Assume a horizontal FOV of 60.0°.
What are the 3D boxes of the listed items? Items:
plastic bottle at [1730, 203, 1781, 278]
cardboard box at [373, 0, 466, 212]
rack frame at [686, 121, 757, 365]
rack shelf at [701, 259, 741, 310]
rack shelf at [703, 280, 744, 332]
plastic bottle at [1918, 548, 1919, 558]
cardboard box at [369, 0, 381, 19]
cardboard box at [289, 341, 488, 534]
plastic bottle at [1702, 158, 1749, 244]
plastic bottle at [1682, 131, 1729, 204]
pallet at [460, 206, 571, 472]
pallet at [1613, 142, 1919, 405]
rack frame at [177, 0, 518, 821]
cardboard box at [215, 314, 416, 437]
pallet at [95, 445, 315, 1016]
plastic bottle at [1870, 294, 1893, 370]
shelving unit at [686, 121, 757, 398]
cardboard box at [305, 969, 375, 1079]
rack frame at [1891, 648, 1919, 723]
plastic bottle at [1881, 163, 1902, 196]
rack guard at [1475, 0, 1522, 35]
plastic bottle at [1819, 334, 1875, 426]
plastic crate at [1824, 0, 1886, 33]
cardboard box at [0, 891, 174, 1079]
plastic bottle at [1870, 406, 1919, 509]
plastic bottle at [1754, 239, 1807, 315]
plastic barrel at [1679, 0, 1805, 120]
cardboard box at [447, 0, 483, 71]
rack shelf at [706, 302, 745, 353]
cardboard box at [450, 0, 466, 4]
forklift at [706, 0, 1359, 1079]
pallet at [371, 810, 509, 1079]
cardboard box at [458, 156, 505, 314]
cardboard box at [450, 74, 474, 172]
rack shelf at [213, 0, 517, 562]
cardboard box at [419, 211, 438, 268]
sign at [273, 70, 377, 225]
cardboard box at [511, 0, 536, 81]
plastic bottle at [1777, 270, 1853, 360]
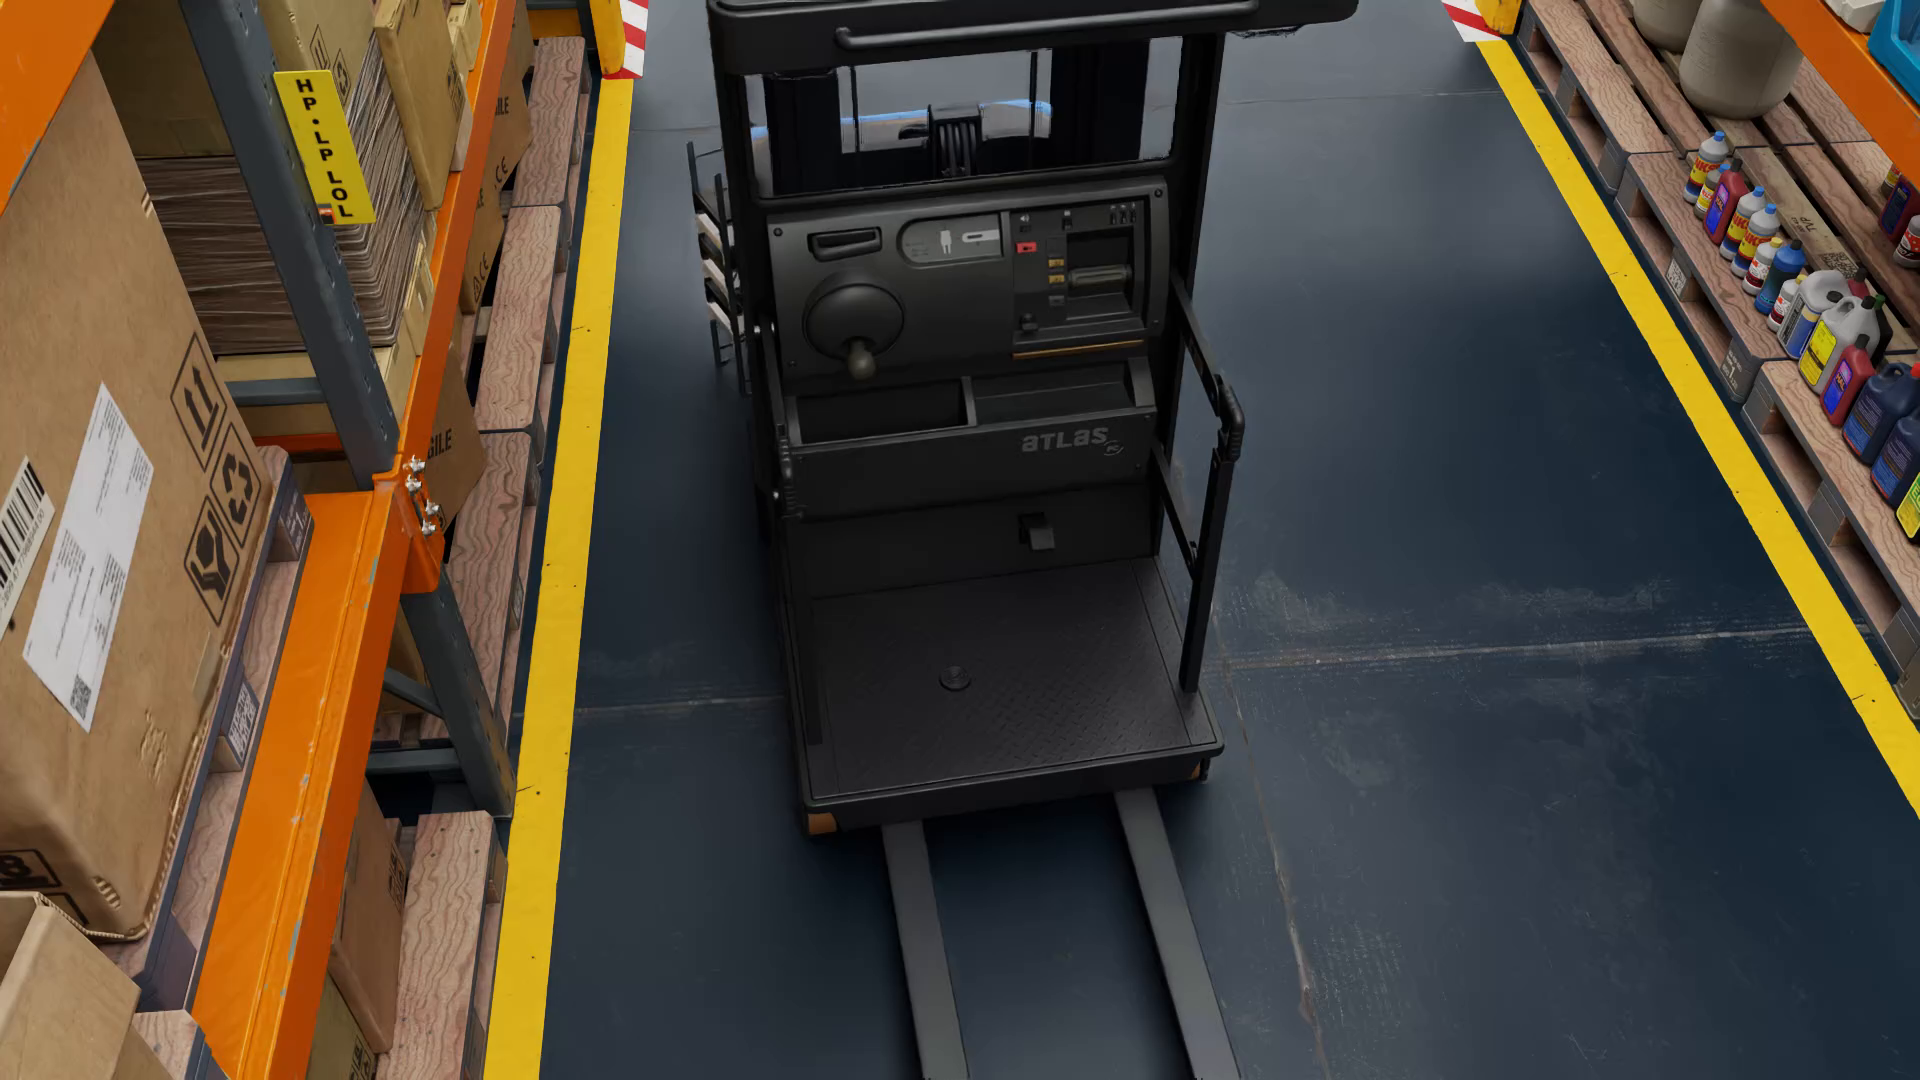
[{"bbox_3d":[2.758,-1.041,5.746,0.097,0.271,0.097,0,47,0],"label":"plastic bottle"},{"bbox_3d":[-1.704,-1.114,3.966,0.875,0.500,0.500,-3,47,-3],"label":"cardboard box"},{"bbox_3d":[-0.752,-0.971,5.549,0.240,0.900,0.006,-23,51,-21],"label":"rack frame"},{"bbox_3d":[-0.700,-0.885,5.513,0.258,0.077,0.200,-23,51,-21],"label":"rack shelf"},{"bbox_3d":[-0.700,-0.823,5.578,0.258,0.077,0.200,-23,51,-21],"label":"rack shelf"},{"bbox_3d":[2.874,-0.018,4.825,0.097,0.201,0.097,0,47,0],"label":"plastic bottle"},{"bbox_3d":[-1.548,-1.467,3.611,0.500,0.500,0.500,-3,47,-3],"label":"cardboard box"},{"bbox_3d":[-1.770,-0.275,4.877,0.500,0.500,0.500,10,47,9],"label":"cardboard box"},{"bbox_3d":[2.722,-1.201,5.889,0.061,0.283,0.133,-3,47,-3],"label":"plastic bottle"},{"bbox_3d":[2.721,-1.362,6.050,0.097,0.271,0.097,0,47,0],"label":"plastic bottle"},{"bbox_3d":[-1.917,-0.694,5.762,1.003,0.211,1.213,-3,47,-3],"label":"pallet"},{"bbox_3d":[3.095,-1.000,6.051,1.003,0.211,1.213,-3,47,-3],"label":"pallet"},{"bbox_3d":[-1.721,-0.284,3.453,1.000,3.000,0.127,-3,47,-3],"label":"rack frame"},{"bbox_3d":[-1.439,-0.372,3.709,0.380,0.149,0.250,-3,47,-3],"label":"cardboard box"},{"bbox_3d":[-1.802,0.343,2.991,1.003,0.211,1.213,-3,47,-3],"label":"pallet"},{"bbox_3d":[2.931,-0.648,5.366,0.061,0.283,0.133,-3,47,-3],"label":"plastic bottle"},{"bbox_3d":[-0.700,-0.908,5.489,0.258,0.900,0.210,-23,51,-21],"label":"shelving unit"},{"bbox_3d":[-1.670,1.216,3.451,0.700,0.500,0.500,-4,47,-4],"label":"cardboard box"},{"bbox_3d":[3.215,-0.585,3.738,1.000,3.000,0.127,-3,47,-3],"label":"rack frame"},{"bbox_3d":[3.471,-1.366,6.102,0.097,0.201,0.097,0,47,0],"label":"plastic bottle"},{"bbox_3d":[2.933,-2.568,7.337,1.175,0.500,0.348,-3,47,-3],"label":"rack guard"},{"bbox_3d":[2.803,-0.505,5.230,0.061,0.283,0.133,-1,47,-1],"label":"plastic bottle"},{"bbox_3d":[2.827,-1.654,4.932,0.530,0.136,0.437,-3,47,-3],"label":"plastic crate"},{"bbox_3d":[-1.484,0.784,2.081,0.797,0.503,0.637,1,47,1],"label":"cardboard box"},{"bbox_3d":[2.874,-0.274,4.965,0.144,0.351,0.185,-5,47,-4],"label":"plastic bottle"},{"bbox_3d":[2.775,-0.895,5.608,0.097,0.271,0.097,0,47,0],"label":"plastic bottle"},{"bbox_3d":[3.053,-1.934,6.440,0.421,0.512,0.421,0,47,0],"label":"plastic barrel"},{"bbox_3d":[-1.578,-1.456,4.736,0.380,0.149,0.250,-3,47,-3],"label":"cardboard box"},{"bbox_3d":[-0.701,-0.761,5.643,0.258,0.077,0.200,-23,51,-21],"label":"rack shelf"},{"bbox_3d":[-1.846,-1.834,4.647,0.875,0.500,0.500,-3,47,-3],"label":"cardboard box"},{"bbox_3d":[0.068,-0.506,3.710,1.130,2.935,3.031,-7,47,-7],"label":"forklift"},{"bbox_3d":[-1.654,1.238,3.932,1.003,0.211,1.213,-3,47,-3],"label":"pallet"},{"bbox_3d":[-1.902,-1.126,5.683,0.500,0.500,0.500,0,47,0],"label":"cardboard box"},{"bbox_3d":[-1.506,-1.096,4.395,0.380,0.149,0.250,-3,47,-3],"label":"cardboard box"},{"bbox_3d":[-1.888,-1.484,5.085,1.077,0.370,4.000,-3,47,-3],"label":"rack shelf"},{"bbox_3d":[-1.495,-0.733,4.051,0.380,0.149,0.250,-3,47,-3],"label":"cardboard box"},{"bbox_3d":[-1.168,-0.719,3.067,0.100,0.325,0.005,-3,47,-3],"label":"sign"},{"bbox_3d":[-2.020,-2.010,6.520,0.500,0.500,0.500,4,47,4],"label":"cardboard box"},{"bbox_3d":[2.821,-0.739,5.457,0.152,0.276,0.135,-3,47,-3],"label":"plastic bottle"}]
